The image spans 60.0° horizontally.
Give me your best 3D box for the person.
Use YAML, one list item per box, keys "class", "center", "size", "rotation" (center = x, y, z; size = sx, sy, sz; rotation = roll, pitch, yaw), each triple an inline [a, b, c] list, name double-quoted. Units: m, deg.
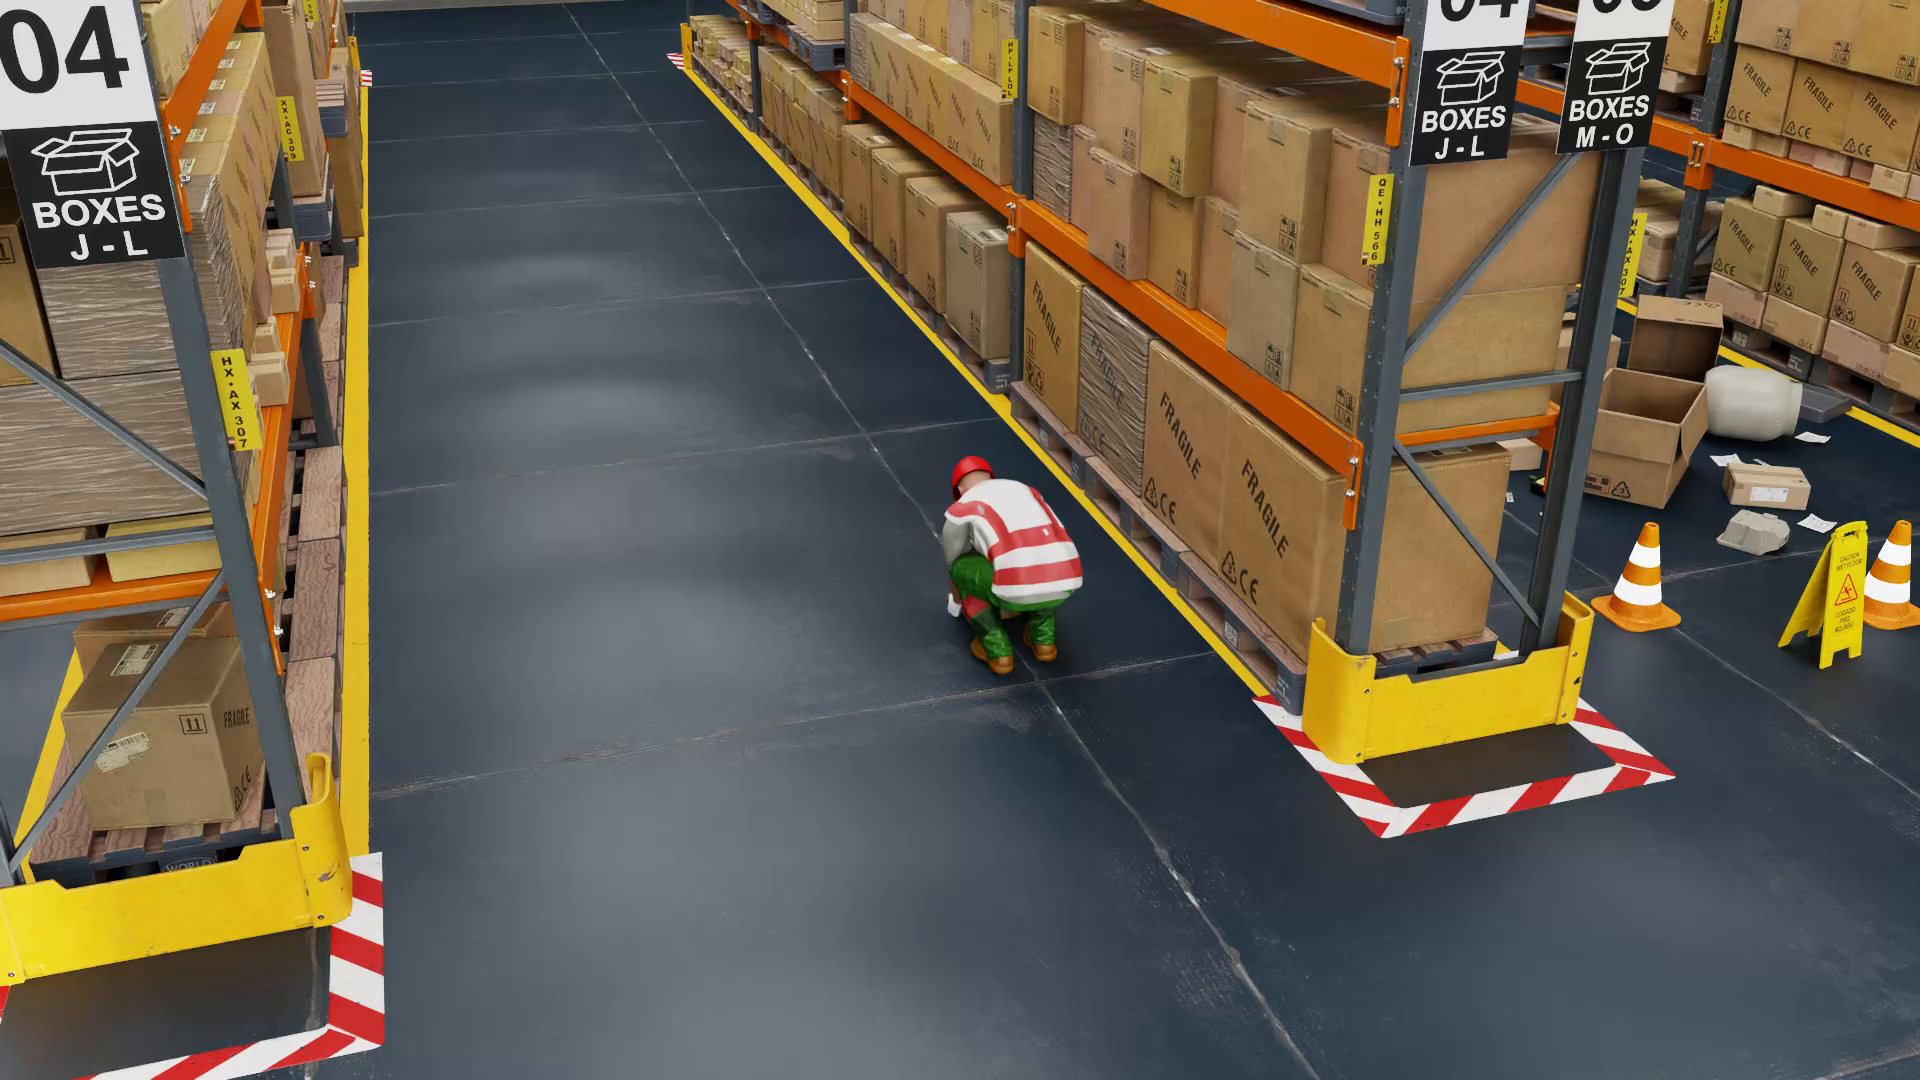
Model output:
- class: "person"
  center: [0.239, -0.296, 7.192]
  size: [0.505, 1.787, 0.564]
  rotation: [-8, 27, -16]
